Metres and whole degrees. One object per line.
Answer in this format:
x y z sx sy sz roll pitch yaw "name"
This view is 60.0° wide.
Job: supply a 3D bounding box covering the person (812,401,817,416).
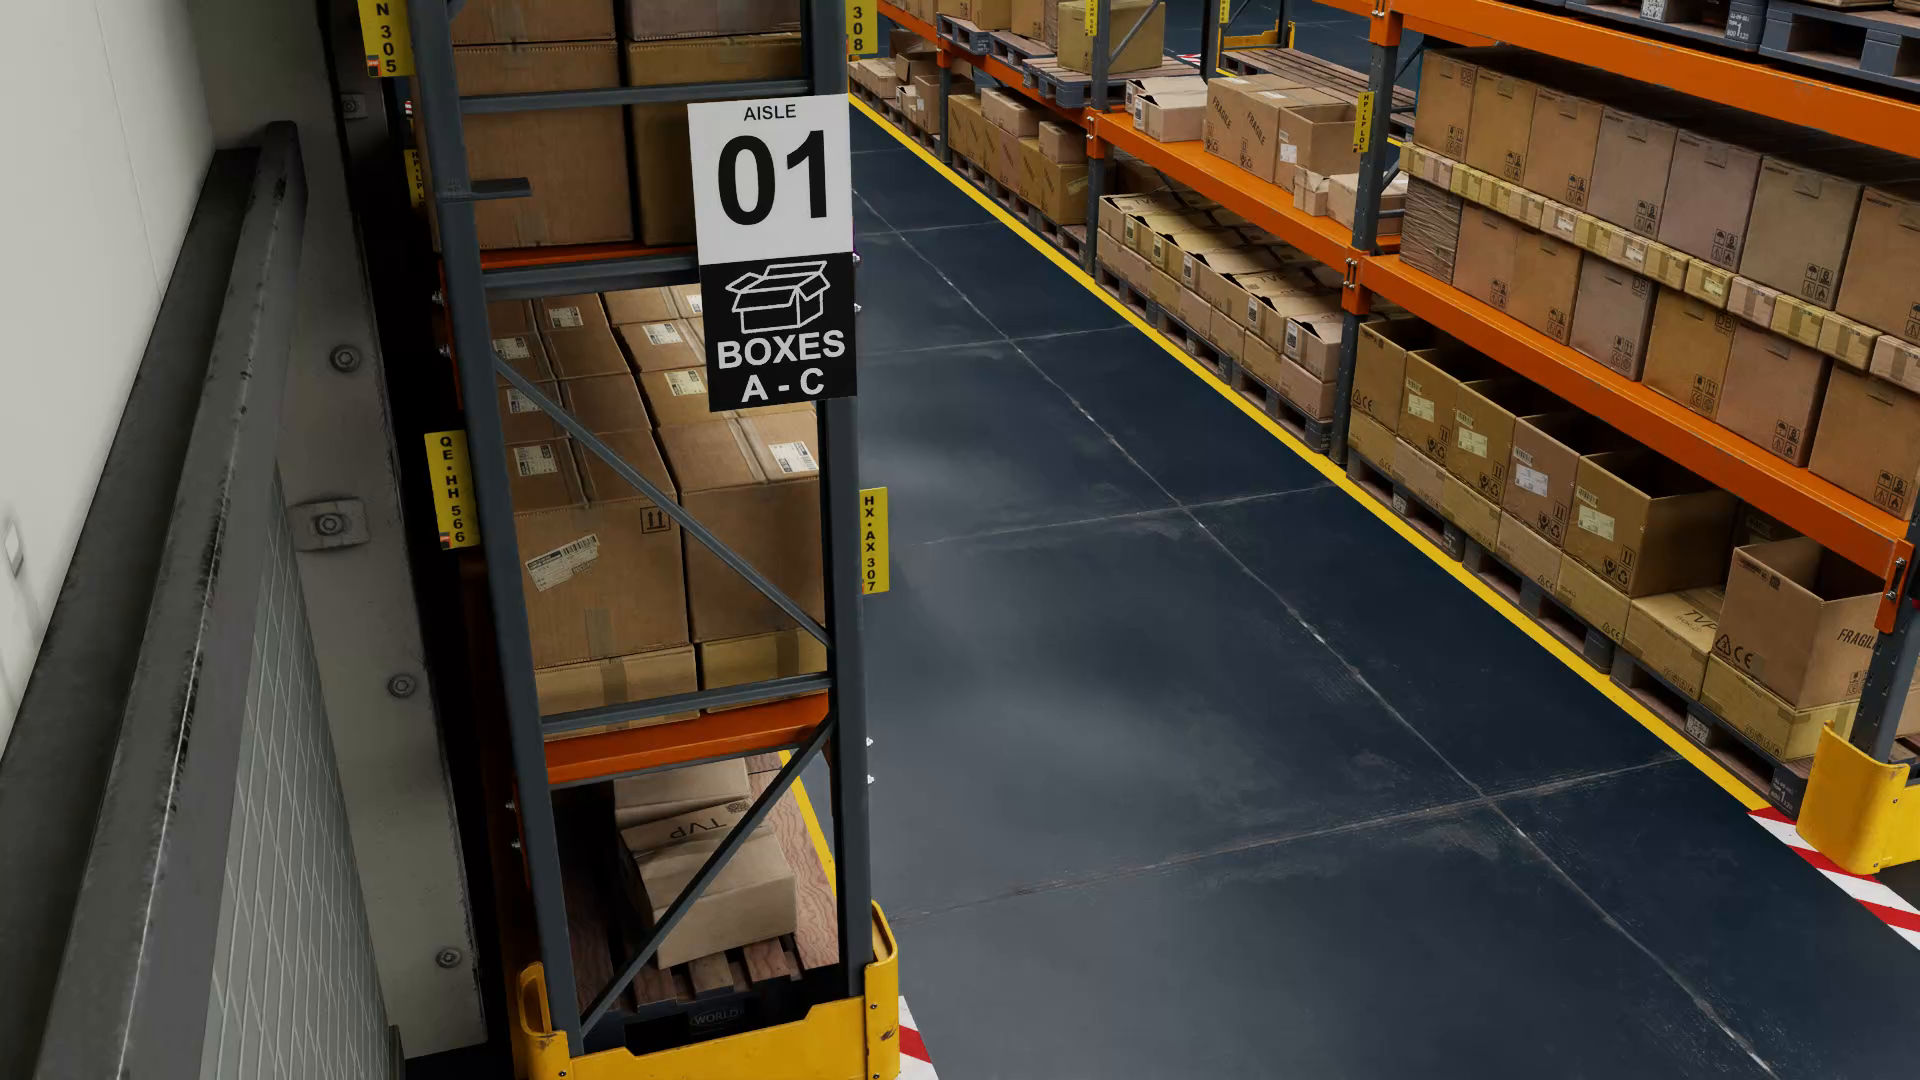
-1.019 -1.559 10.228 0.575 1.751 0.734 -8 27 -16 "person"
